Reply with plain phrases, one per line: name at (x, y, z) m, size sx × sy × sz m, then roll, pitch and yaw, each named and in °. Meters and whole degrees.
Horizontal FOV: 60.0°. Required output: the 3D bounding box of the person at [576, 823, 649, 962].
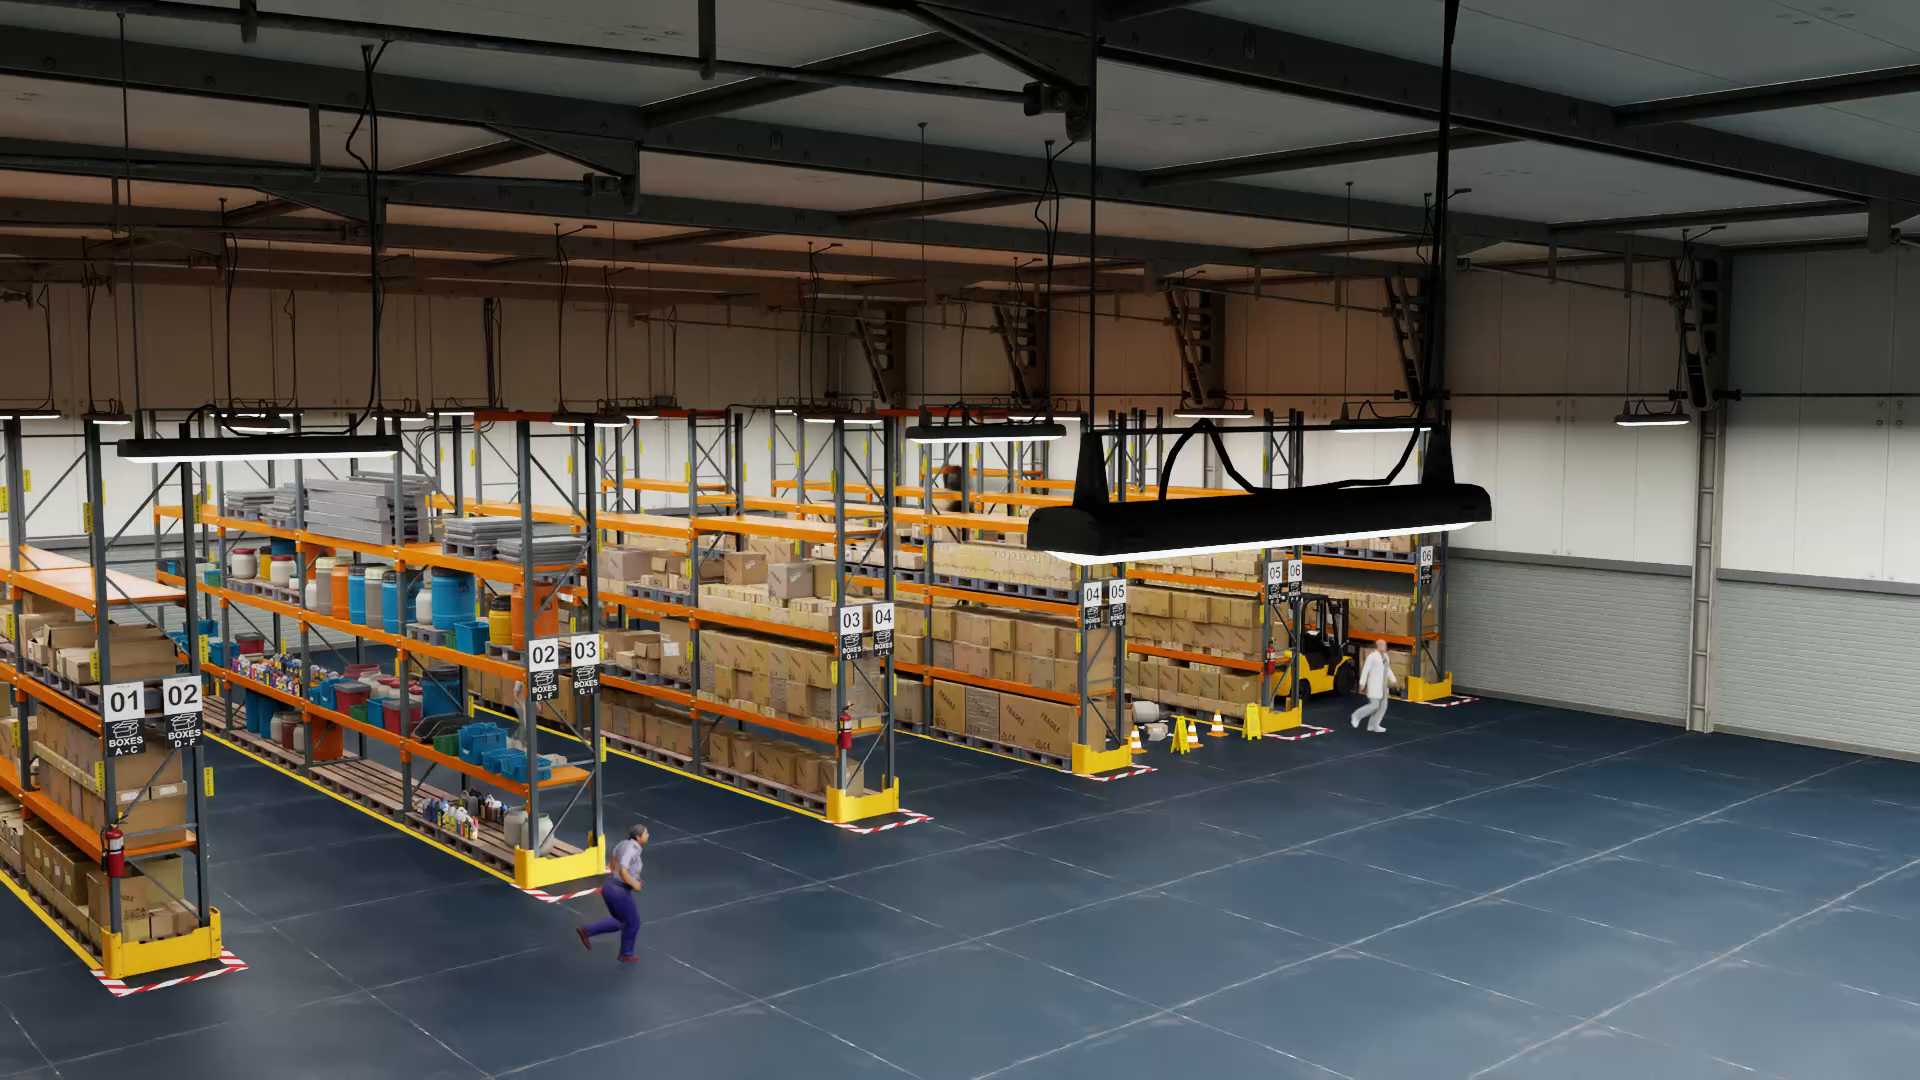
person at (-3.842, 3.952, 18.452) m, size 0.795 × 1.601 × 0.602 m, roll -1°, pitch 5°, yaw -12°

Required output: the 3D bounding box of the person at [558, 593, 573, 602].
person at (-9.570, 1.874, 40.558) m, size 0.650 × 1.744 × 0.650 m, roll -1°, pitch 5°, yaw -10°

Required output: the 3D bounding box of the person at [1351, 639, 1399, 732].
person at (7.754, 2.721, 31.168) m, size 0.743 × 1.747 × 0.731 m, roll -5°, pitch 7°, yaw -43°

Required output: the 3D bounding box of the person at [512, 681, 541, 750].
person at (-7.767, 2.958, 29.471) m, size 0.724 × 1.610 × 0.578 m, roll 2°, pitch 6°, yaw 26°

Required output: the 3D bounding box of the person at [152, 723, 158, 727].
person at (-12.434, 3.317, 25.439) m, size 0.753 × 1.614 × 0.633 m, roll 0°, pitch 5°, yaw 3°
